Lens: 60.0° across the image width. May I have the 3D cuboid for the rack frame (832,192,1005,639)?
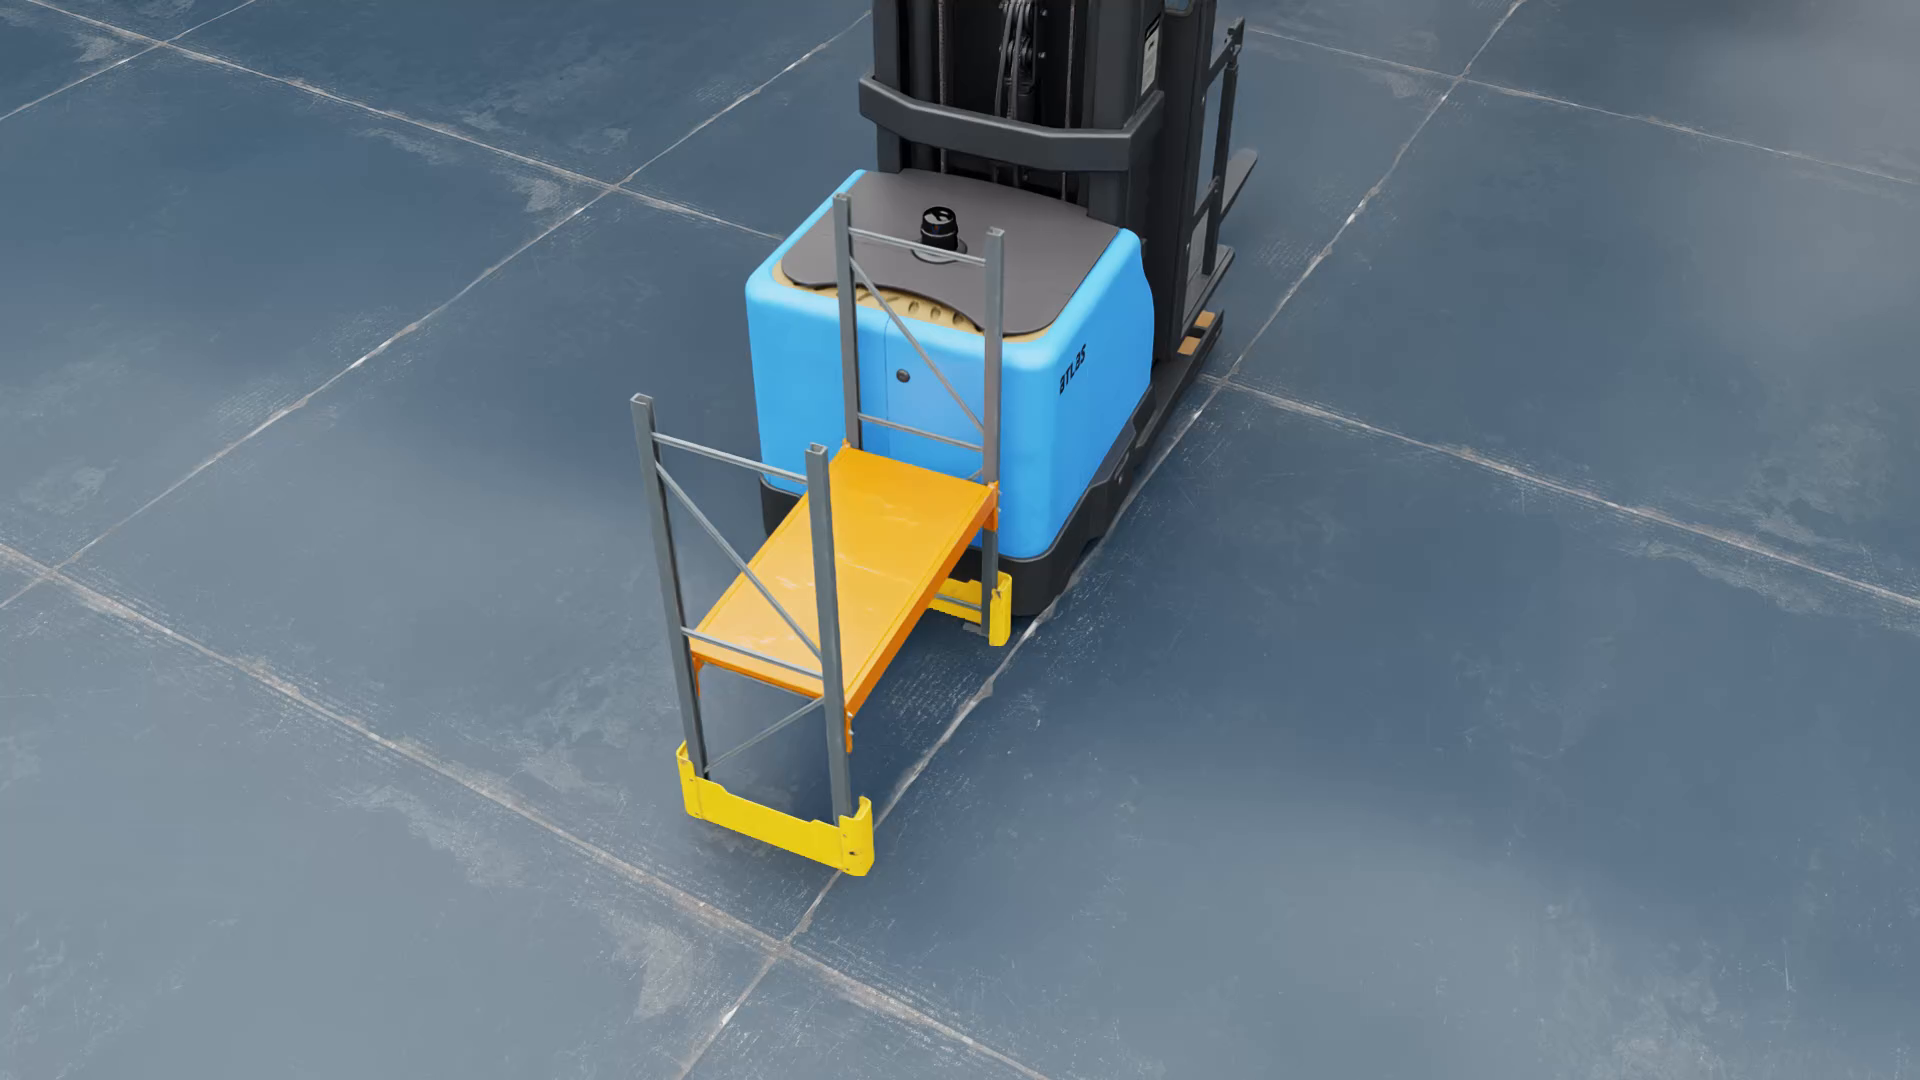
[{"bbox_3d":[-0.115,-0.317,4.975,0.500,1.500,0.032,16,44,18],"label":"rack frame"}]

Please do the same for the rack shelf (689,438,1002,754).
[{"bbox_3d":[-0.323,0.125,4.745,0.538,0.185,1.000,16,44,18],"label":"rack shelf"}]

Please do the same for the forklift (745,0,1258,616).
[{"bbox_3d":[0.392,-1.832,5.612,1.130,2.935,3.031,16,44,18],"label":"forklift"}]

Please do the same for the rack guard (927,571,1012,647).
[{"bbox_3d":[-0.116,0.153,5.387,0.587,0.250,0.087,16,44,18],"label":"rack guard"}]

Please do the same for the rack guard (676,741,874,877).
[{"bbox_3d":[-0.522,0.754,4.704,0.587,0.250,0.087,16,44,18],"label":"rack guard"}]

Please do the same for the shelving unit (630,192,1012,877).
[{"bbox_3d":[-0.319,-0.015,4.633,0.587,1.500,1.083,16,44,18],"label":"shelving unit"}]

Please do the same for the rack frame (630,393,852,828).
[{"bbox_3d":[-0.530,0.297,4.278,0.500,1.500,0.032,16,44,18],"label":"rack frame"}]
